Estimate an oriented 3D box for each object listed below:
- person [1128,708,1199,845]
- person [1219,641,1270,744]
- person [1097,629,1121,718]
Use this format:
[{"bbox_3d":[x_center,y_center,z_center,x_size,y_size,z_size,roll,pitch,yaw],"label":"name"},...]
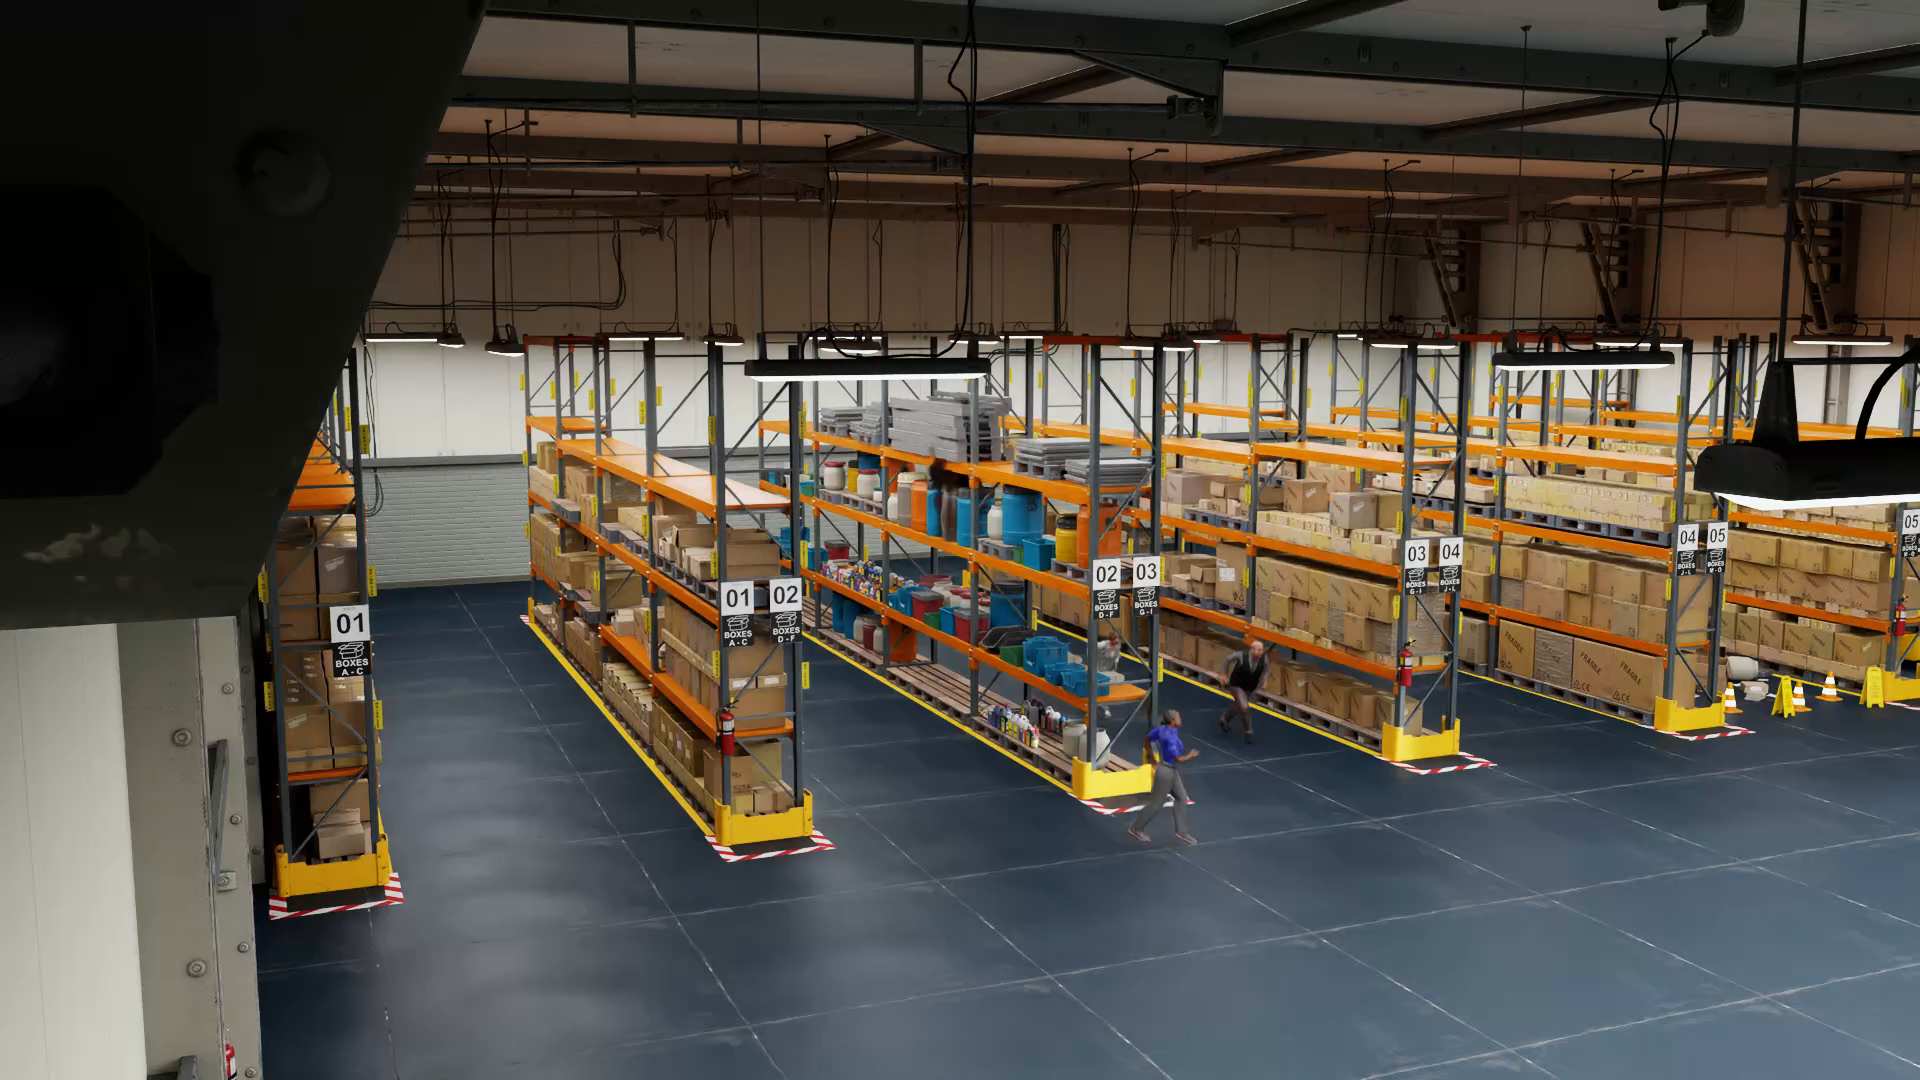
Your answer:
[{"bbox_3d":[2.448,2.850,19.969,0.845,1.694,0.533,1,8,4],"label":"person"},{"bbox_3d":[4.259,2.219,25.052,0.669,1.554,1.065,-3,8,-19],"label":"person"},{"bbox_3d":[2.232,2.101,26.668,0.538,1.446,0.952,-6,9,-36],"label":"person"}]
